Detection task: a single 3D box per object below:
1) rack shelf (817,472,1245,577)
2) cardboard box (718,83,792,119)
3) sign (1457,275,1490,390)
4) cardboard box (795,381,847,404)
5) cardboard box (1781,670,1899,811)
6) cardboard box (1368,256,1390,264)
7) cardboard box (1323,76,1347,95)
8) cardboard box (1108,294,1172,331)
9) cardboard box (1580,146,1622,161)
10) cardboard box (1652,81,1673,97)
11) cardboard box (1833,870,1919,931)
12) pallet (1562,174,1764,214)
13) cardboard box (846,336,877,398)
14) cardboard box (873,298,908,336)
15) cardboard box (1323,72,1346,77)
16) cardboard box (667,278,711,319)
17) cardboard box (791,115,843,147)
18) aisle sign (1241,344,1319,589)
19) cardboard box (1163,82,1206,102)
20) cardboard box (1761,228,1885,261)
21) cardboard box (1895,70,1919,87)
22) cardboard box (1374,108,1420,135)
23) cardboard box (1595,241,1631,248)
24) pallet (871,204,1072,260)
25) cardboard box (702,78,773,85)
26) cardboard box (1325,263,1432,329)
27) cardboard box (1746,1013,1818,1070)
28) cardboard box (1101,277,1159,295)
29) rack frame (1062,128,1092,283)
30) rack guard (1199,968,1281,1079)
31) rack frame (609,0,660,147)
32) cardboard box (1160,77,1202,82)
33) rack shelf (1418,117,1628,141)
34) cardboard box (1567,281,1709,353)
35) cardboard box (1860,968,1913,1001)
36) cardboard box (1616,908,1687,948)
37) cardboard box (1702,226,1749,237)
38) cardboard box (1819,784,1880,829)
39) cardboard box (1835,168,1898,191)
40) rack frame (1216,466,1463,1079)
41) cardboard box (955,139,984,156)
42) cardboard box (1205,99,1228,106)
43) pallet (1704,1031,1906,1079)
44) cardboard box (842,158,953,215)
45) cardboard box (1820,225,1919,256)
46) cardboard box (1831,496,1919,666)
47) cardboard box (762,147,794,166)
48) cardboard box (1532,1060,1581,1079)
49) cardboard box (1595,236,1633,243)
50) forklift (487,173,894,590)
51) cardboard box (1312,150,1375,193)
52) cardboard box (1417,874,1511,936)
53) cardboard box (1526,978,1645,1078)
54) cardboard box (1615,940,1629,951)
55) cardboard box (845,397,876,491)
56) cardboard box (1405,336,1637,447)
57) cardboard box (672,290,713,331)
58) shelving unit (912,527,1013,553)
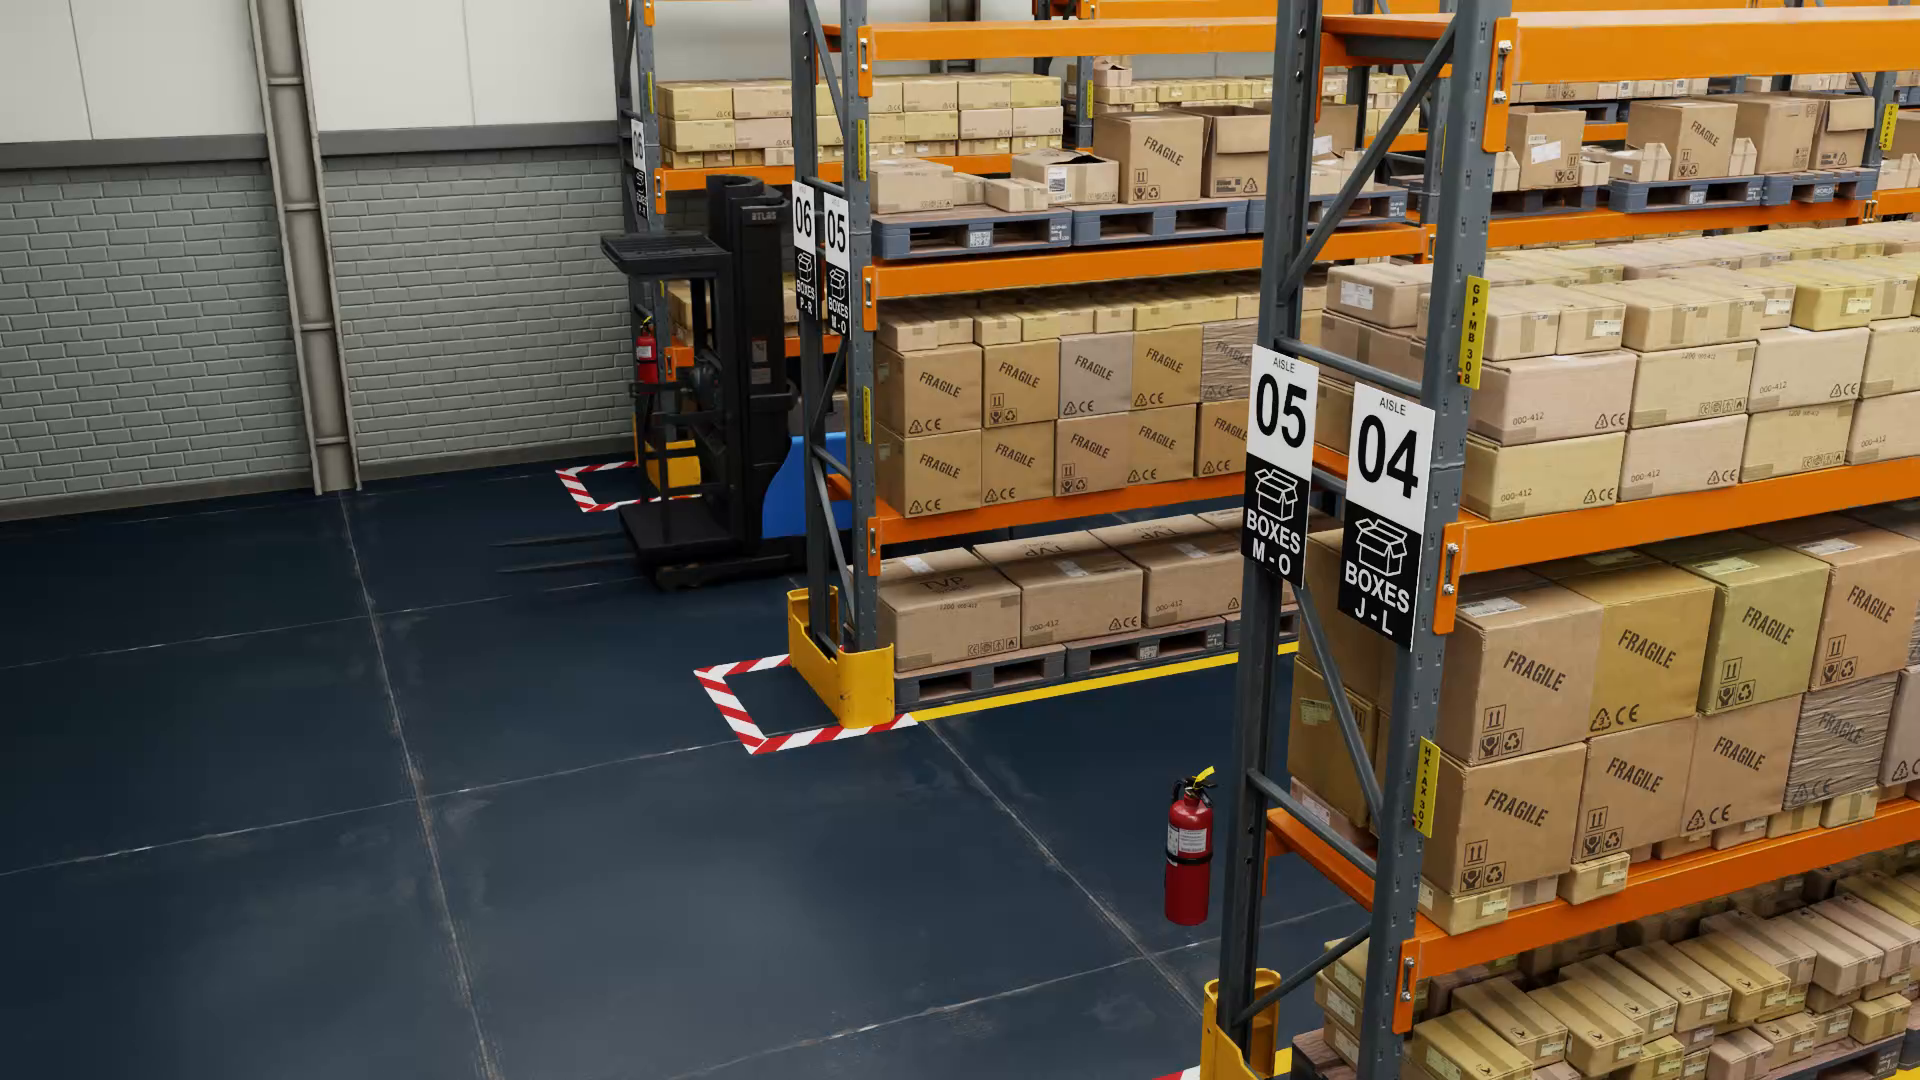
[{"bbox_3d":[1.083,-0.372,11.145,4.000,0.370,1.077,-8,21,-22],"label":"rack shelf"},{"bbox_3d":[-1.742,-3.724,14.092,0.500,0.250,0.500,-8,21,-22],"label":"cardboard box"},{"bbox_3d":[1.515,-0.614,4.916,0.005,0.325,0.100,-8,21,-22],"label":"sign"},{"bbox_3d":[-1.324,-1.132,15.353,0.500,0.500,0.700,-7,21,-20],"label":"cardboard box"},{"bbox_3d":[3.223,0.678,6.481,0.500,0.500,0.500,-9,21,-23],"label":"cardboard box"},{"bbox_3d":[4.171,-2.890,16.959,0.250,0.149,0.380,-8,21,-21],"label":"cardboard box"},{"bbox_3d":[3.666,-4.477,16.383,0.250,0.149,0.380,-8,21,-23],"label":"cardboard box"},{"bbox_3d":[1.123,-1.426,10.424,0.250,0.149,0.380,-9,21,-23],"label":"cardboard box"},{"bbox_3d":[4.596,-2.772,12.080,0.250,0.166,0.380,-6,20,-17],"label":"cardboard box"},{"bbox_3d":[7.406,-4.844,17.843,0.250,0.149,0.380,-8,21,-22],"label":"cardboard box"},{"bbox_3d":[4.035,1.605,7.211,0.250,0.149,0.380,-7,21,-20],"label":"cardboard box"},{"bbox_3d":[4.996,-2.577,12.093,1.213,0.211,1.003,-7,21,-19],"label":"pallet"},{"bbox_3d":[-0.405,-1.103,10.482,0.500,0.500,0.500,-7,21,-20],"label":"cardboard box"},{"bbox_3d":[-0.504,-1.381,10.295,0.250,0.149,0.380,-8,21,-21],"label":"cardboard box"},{"bbox_3d":[3.705,-4.665,16.915,0.250,0.149,0.380,-8,21,-22],"label":"cardboard box"},{"bbox_3d":[-2.406,-2.172,14.953,0.500,0.250,0.500,-8,21,-20],"label":"cardboard box"},{"bbox_3d":[-1.274,-3.557,14.370,0.500,0.250,0.500,-9,21,-24],"label":"cardboard box"},{"bbox_3d":[1.114,-0.260,5.830,0.004,0.787,0.394,-8,21,-22],"label":"aisle sign"},{"bbox_3d":[2.090,-4.194,15.548,0.250,0.149,0.380,-9,21,-23],"label":"cardboard box"},{"bbox_3d":[3.384,-1.123,6.552,0.250,0.149,0.380,-7,21,-19],"label":"cardboard box"},{"bbox_3d":[10.678,-5.537,19.280,0.500,0.500,0.700,-8,21,-22],"label":"cardboard box"},{"bbox_3d":[4.247,-4.216,16.689,0.500,0.250,0.500,-9,21,-24],"label":"cardboard box"},{"bbox_3d":[7.009,-3.199,18.318,0.500,0.250,0.500,-8,21,-22],"label":"cardboard box"},{"bbox_3d":[-0.077,-1.922,10.081,1.213,0.211,1.003,-8,21,-22],"label":"pallet"},{"bbox_3d":[-1.948,-3.893,14.572,0.500,0.250,0.500,-9,21,-24],"label":"cardboard box"},{"bbox_3d":[1.489,-0.853,5.785,0.250,0.149,0.380,-8,21,-22],"label":"cardboard box"},{"bbox_3d":[3.323,2.016,6.941,0.250,0.149,0.380,-8,21,-22],"label":"cardboard box"},{"bbox_3d":[1.121,-1.642,11.036,0.250,0.149,0.380,-8,21,-22],"label":"cardboard box"},{"bbox_3d":[0.950,-2.488,16.070,0.127,3.000,1.000,-8,21,-22],"label":"rack frame"},{"bbox_3d":[1.370,2.217,6.472,0.348,0.500,1.175,-8,21,-22],"label":"rack guard"},{"bbox_3d":[-2.723,-4.791,13.579,0.127,3.000,1.000,-8,21,-22],"label":"rack frame"},{"bbox_3d":[2.126,-4.379,16.073,0.250,0.149,0.380,-9,21,-24],"label":"cardboard box"},{"bbox_3d":[6.459,-4.352,17.933,4.000,0.370,1.077,-8,21,-22],"label":"rack shelf"},{"bbox_3d":[2.207,-0.735,5.448,0.250,0.149,0.380,-8,21,-22],"label":"cardboard box"},{"bbox_3d":[3.831,1.789,7.136,0.250,0.149,0.380,-8,21,-21],"label":"cardboard box"},{"bbox_3d":[2.900,1.611,7.195,0.250,0.149,0.380,-9,21,-24],"label":"cardboard box"},{"bbox_3d":[8.806,-3.566,18.982,0.500,0.500,0.500,-9,21,-23],"label":"cardboard box"},{"bbox_3d":[3.396,0.977,6.609,0.250,0.149,0.380,-8,21,-21],"label":"cardboard box"},{"bbox_3d":[6.949,-2.786,12.781,0.250,0.149,0.380,-8,21,-22],"label":"cardboard box"},{"bbox_3d":[1.300,1.048,6.029,0.127,3.000,1.000,-8,21,-22],"label":"rack frame"},{"bbox_3d":[0.033,-3.552,14.954,0.250,0.149,0.380,-8,21,-22],"label":"cardboard box"},{"bbox_3d":[2.318,-4.082,15.678,0.250,0.149,0.380,-8,21,-23],"label":"cardboard box"},{"bbox_3d":[3.248,2.098,7.245,1.213,0.211,1.003,-8,21,-22],"label":"pallet"},{"bbox_3d":[-0.376,-2.124,9.965,0.500,0.250,0.500,-10,22,-27],"label":"cardboard box"},{"bbox_3d":[3.652,-1.145,6.614,0.250,0.149,0.380,-9,21,-24],"label":"cardboard box"},{"bbox_3d":[3.700,0.140,6.505,0.500,0.500,0.500,-8,21,-21],"label":"cardboard box"},{"bbox_3d":[-1.596,-3.301,14.243,0.250,0.149,0.380,-8,21,-21],"label":"cardboard box"},{"bbox_3d":[2.156,2.045,6.410,0.250,0.149,0.380,-8,21,-22],"label":"cardboard box"},{"bbox_3d":[7.004,-3.427,18.212,0.500,0.250,0.500,-8,21,-21],"label":"cardboard box"},{"bbox_3d":[-2.094,-1.208,12.540,3.031,2.935,1.130,-7,21,-19],"label":"forklift"},{"bbox_3d":[2.459,-2.389,10.695,0.258,0.266,0.396,-7,21,-20],"label":"cardboard box"},{"bbox_3d":[1.727,1.224,5.908,0.250,0.149,0.380,-8,21,-22],"label":"cardboard box"},{"bbox_3d":[2.403,1.882,6.426,0.250,0.149,0.380,-8,21,-22],"label":"cardboard box"},{"bbox_3d":[2.861,1.729,7.308,0.250,0.149,0.380,-7,21,-19],"label":"cardboard box"},{"bbox_3d":[-0.416,-0.639,10.671,0.500,0.500,0.500,-8,21,-22],"label":"cardboard box"},{"bbox_3d":[1.815,-0.512,5.415,0.500,0.250,0.500,-8,21,-21],"label":"cardboard box"},{"bbox_3d":[-2.200,-2.008,14.488,0.500,0.250,0.500,-8,21,-22],"label":"cardboard box"},{"bbox_3d":[0.006,-0.708,13.275,0.755,1.500,0.431,-8,21,-22],"label":"shelving unit"}]
